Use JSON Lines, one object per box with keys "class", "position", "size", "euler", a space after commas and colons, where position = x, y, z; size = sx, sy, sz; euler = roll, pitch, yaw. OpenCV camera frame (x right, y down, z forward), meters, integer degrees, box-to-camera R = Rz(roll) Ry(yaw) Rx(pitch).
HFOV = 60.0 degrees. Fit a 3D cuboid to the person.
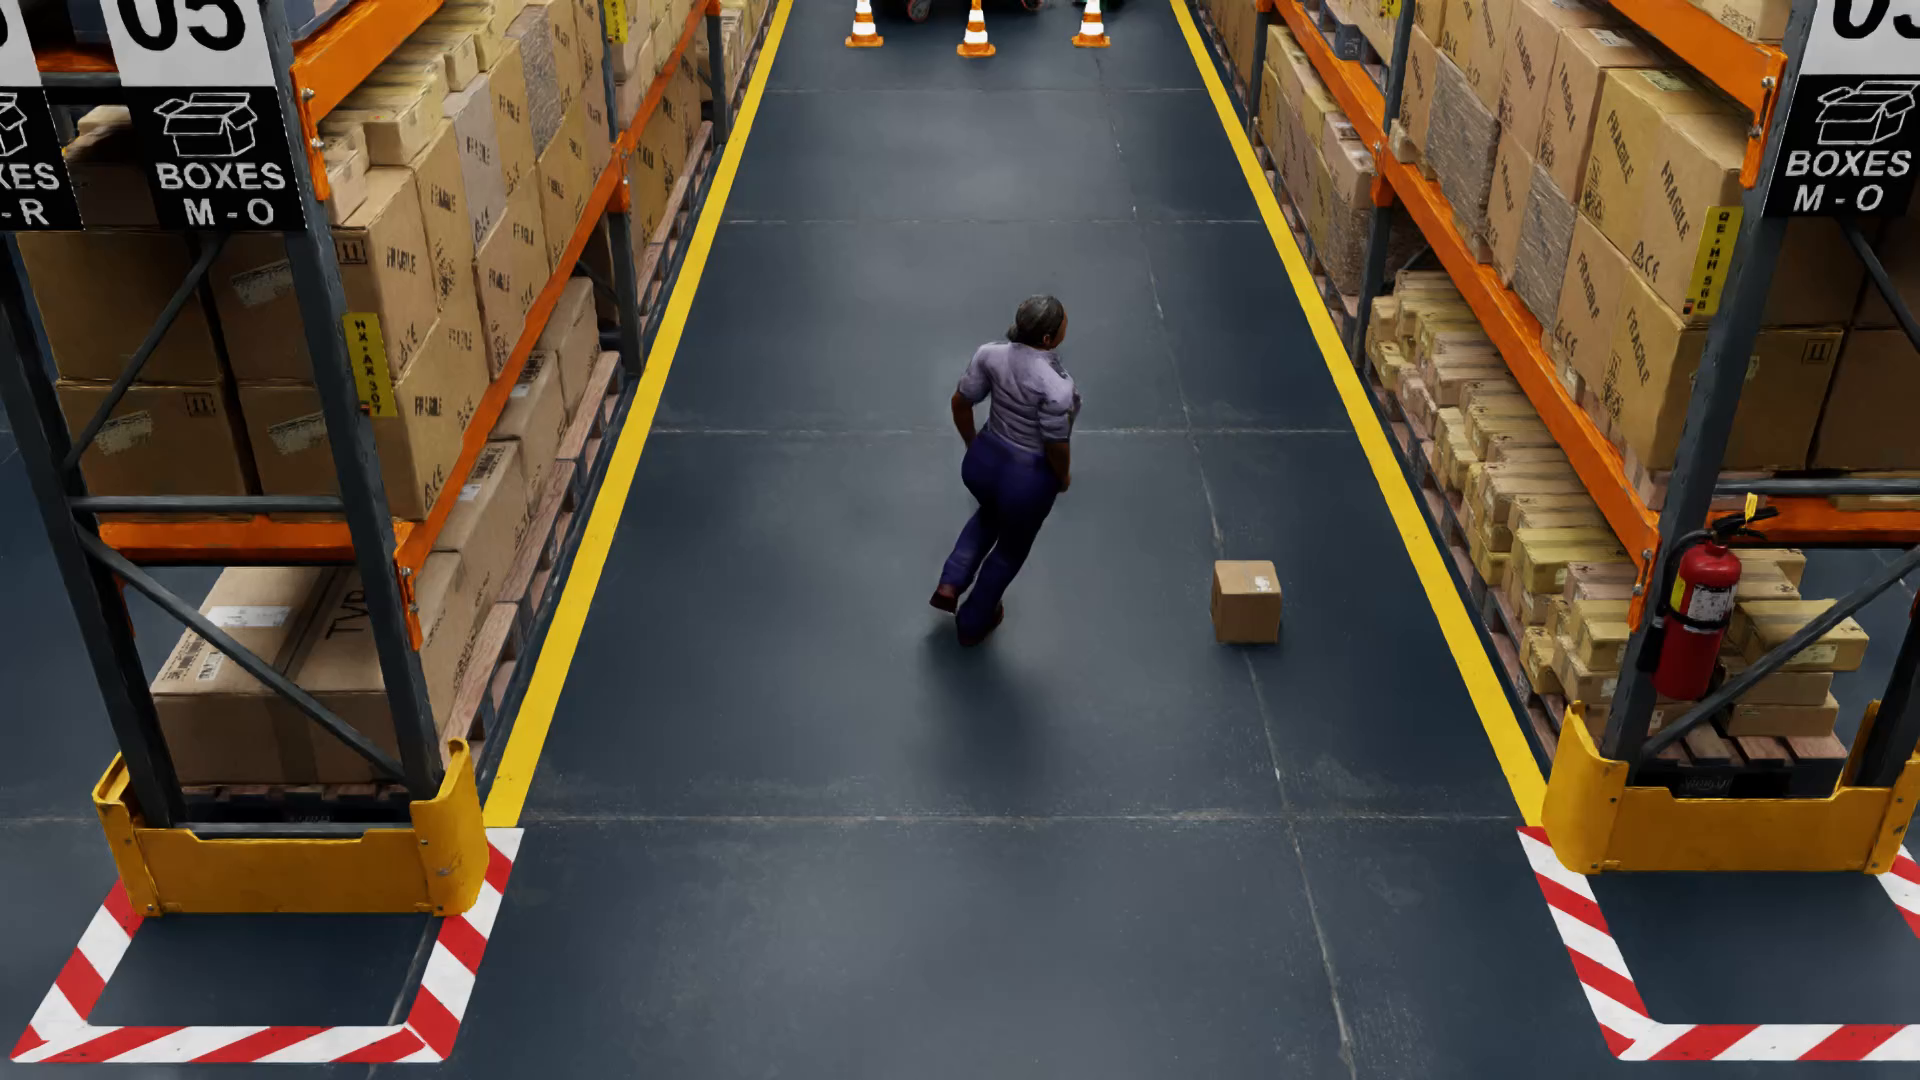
{"class": "person", "position": [0.212, -0.280, 6.648], "size": [0.647, 1.587, 0.457], "euler": [22, 38, 32]}
